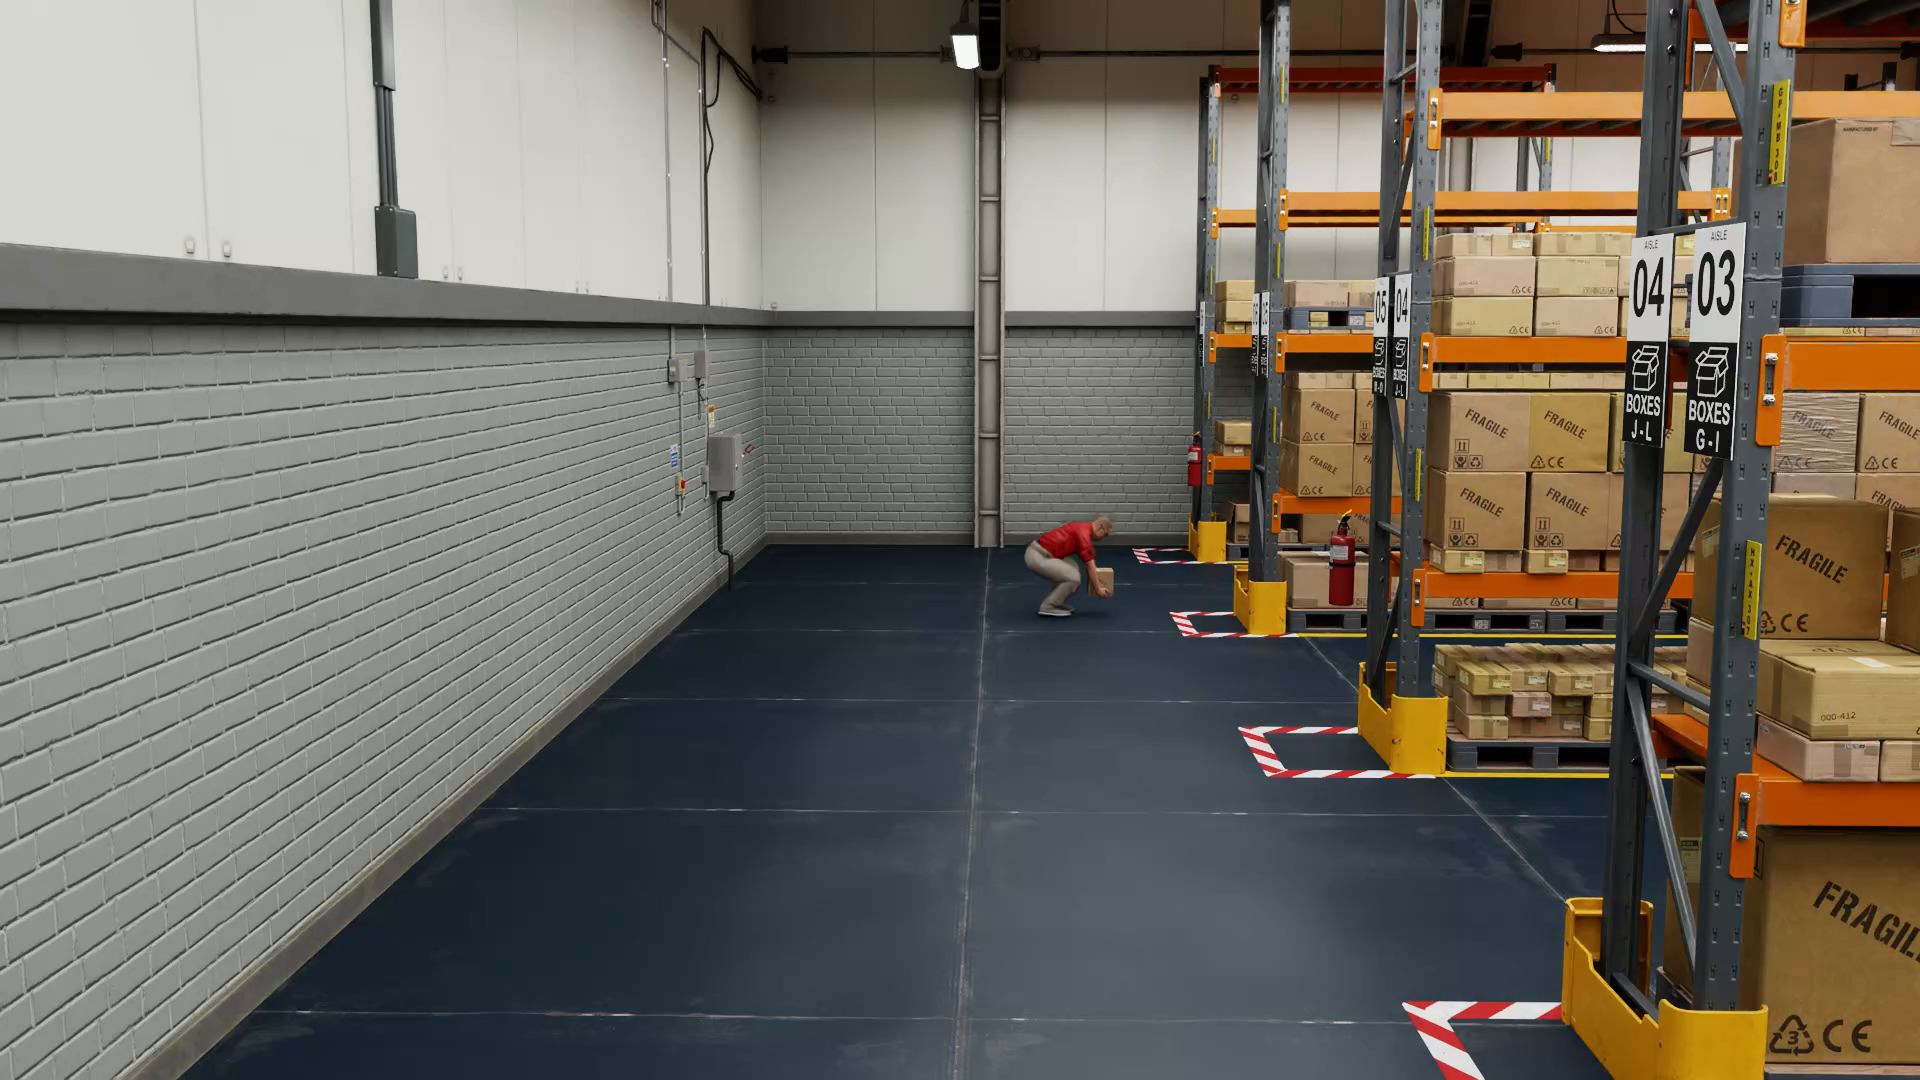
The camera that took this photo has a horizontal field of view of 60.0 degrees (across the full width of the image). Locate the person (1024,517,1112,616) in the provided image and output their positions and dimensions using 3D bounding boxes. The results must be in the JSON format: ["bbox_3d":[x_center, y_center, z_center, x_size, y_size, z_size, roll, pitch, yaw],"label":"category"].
[{"bbox_3d":[1.090,0.263,16.759,0.892,0.986,0.533,0,7,0],"label":"person"}]
